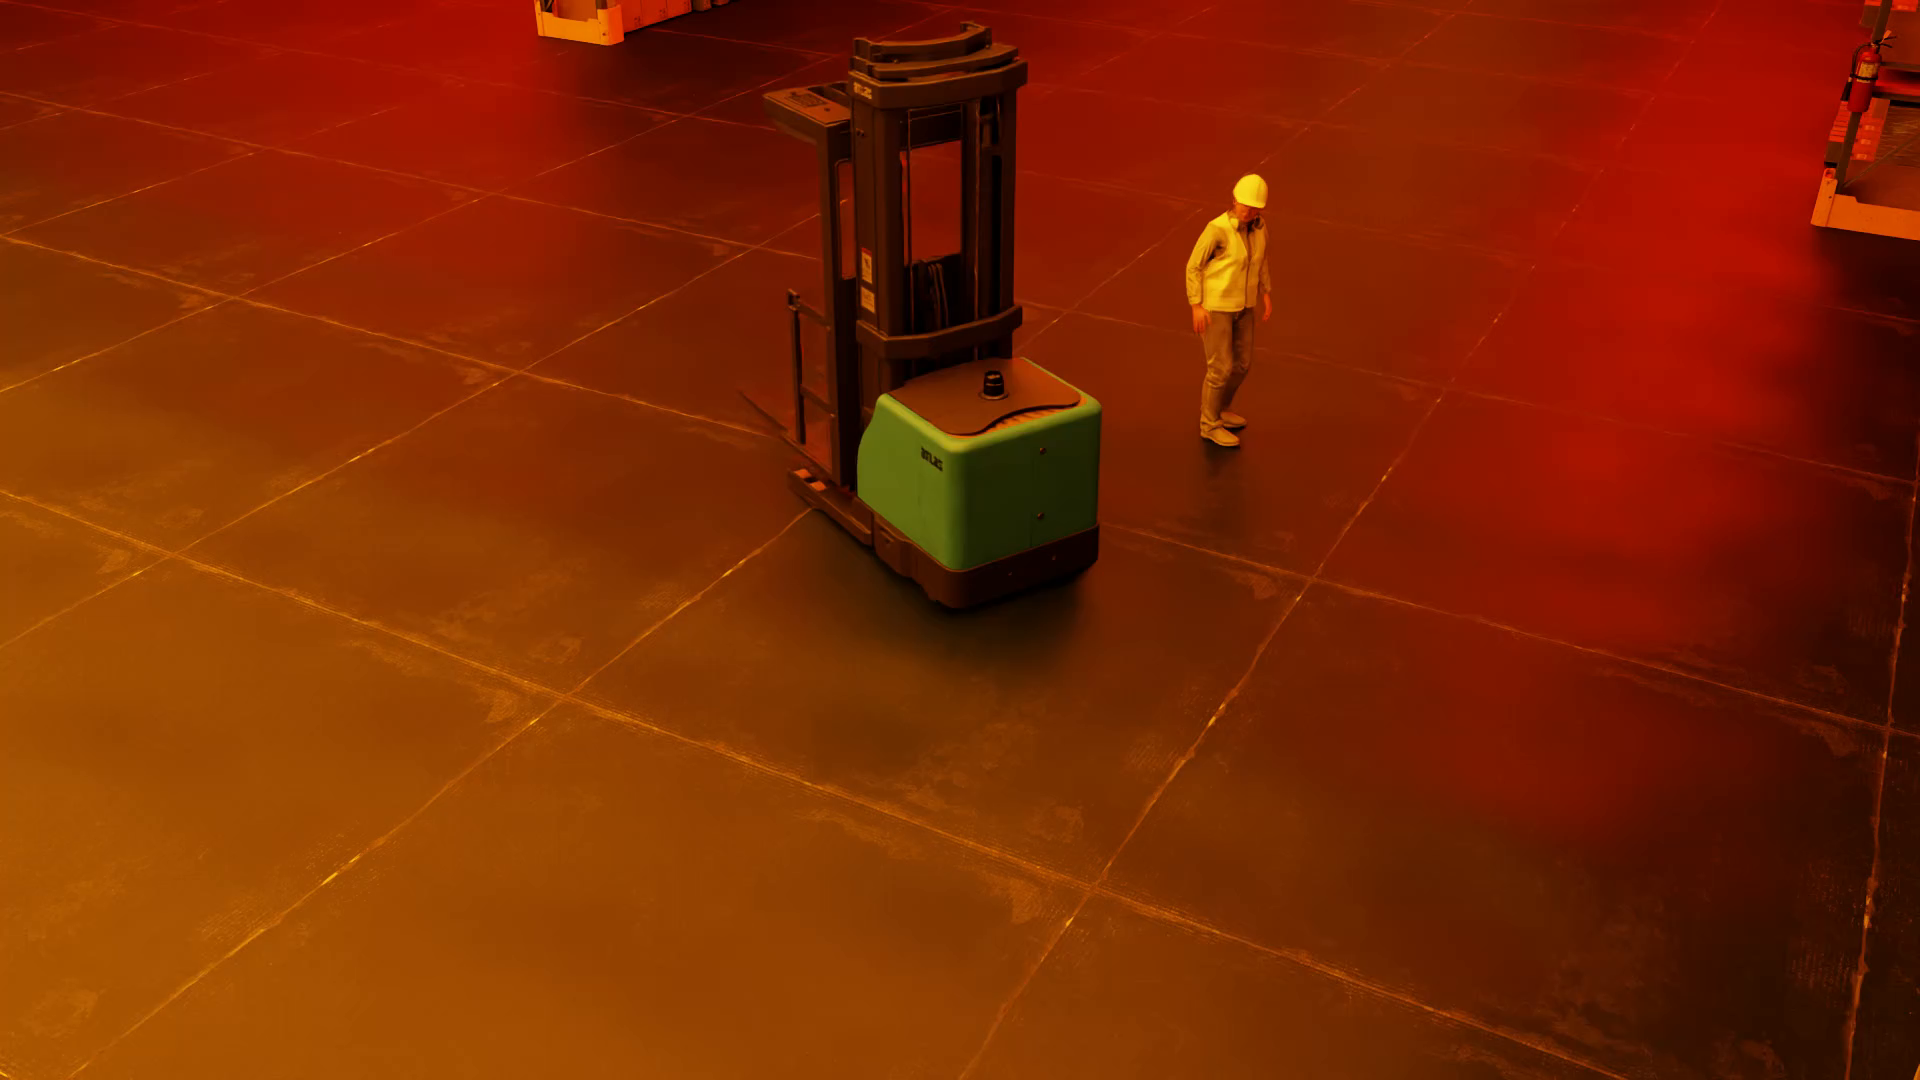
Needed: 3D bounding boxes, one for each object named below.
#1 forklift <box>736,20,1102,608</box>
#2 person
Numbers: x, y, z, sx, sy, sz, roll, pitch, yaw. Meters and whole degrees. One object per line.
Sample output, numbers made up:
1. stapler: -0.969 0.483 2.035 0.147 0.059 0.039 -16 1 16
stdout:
1. forklift: -0.426 -1.584 9.815 1.130 2.935 3.031 -18 35 -28
2. person: 1.799 -1.518 10.872 0.715 1.760 0.505 -24 38 -35
